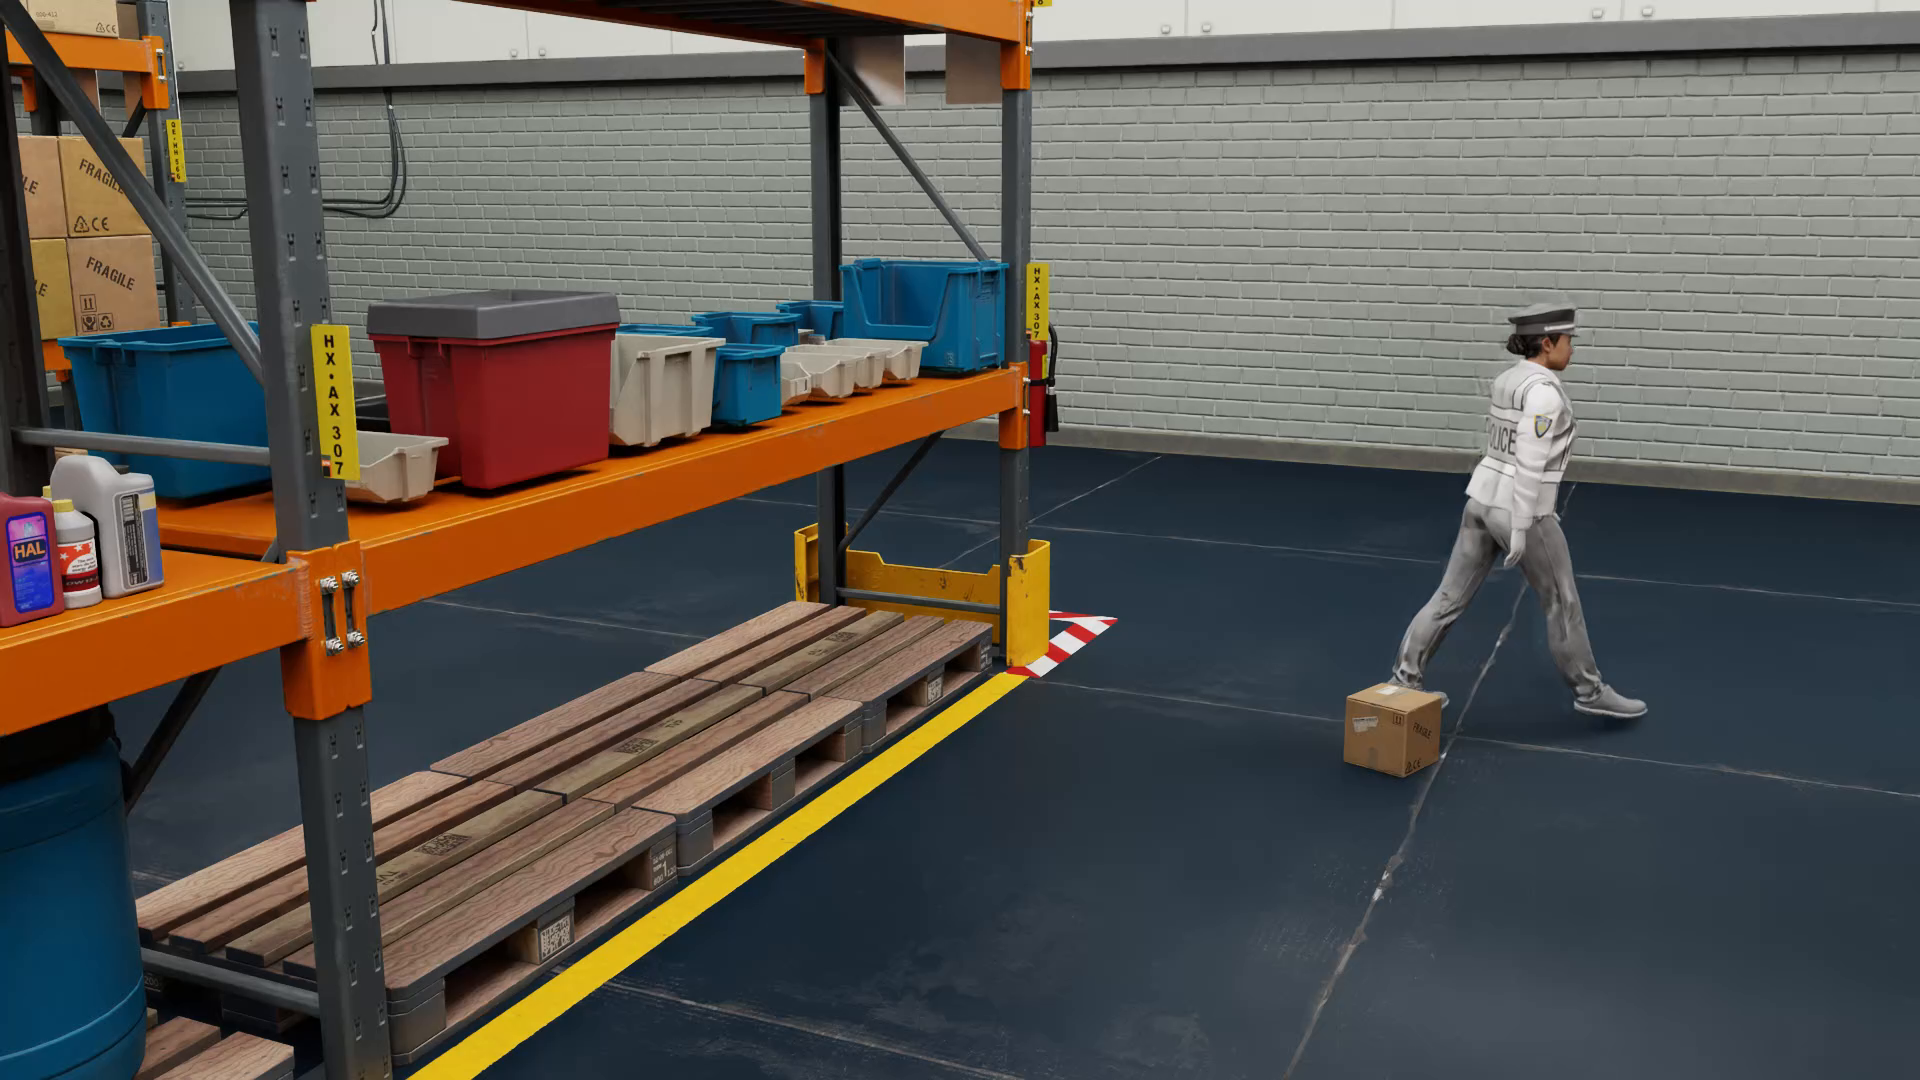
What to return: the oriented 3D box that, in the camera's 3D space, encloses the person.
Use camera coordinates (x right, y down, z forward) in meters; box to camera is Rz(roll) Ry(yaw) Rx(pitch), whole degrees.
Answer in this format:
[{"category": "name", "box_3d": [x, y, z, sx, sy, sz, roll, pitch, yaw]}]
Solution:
[{"category": "person", "box_3d": [2.168, -0.107, 6.398, 1.029, 1.610, 0.505, -2, 13, -11]}]
